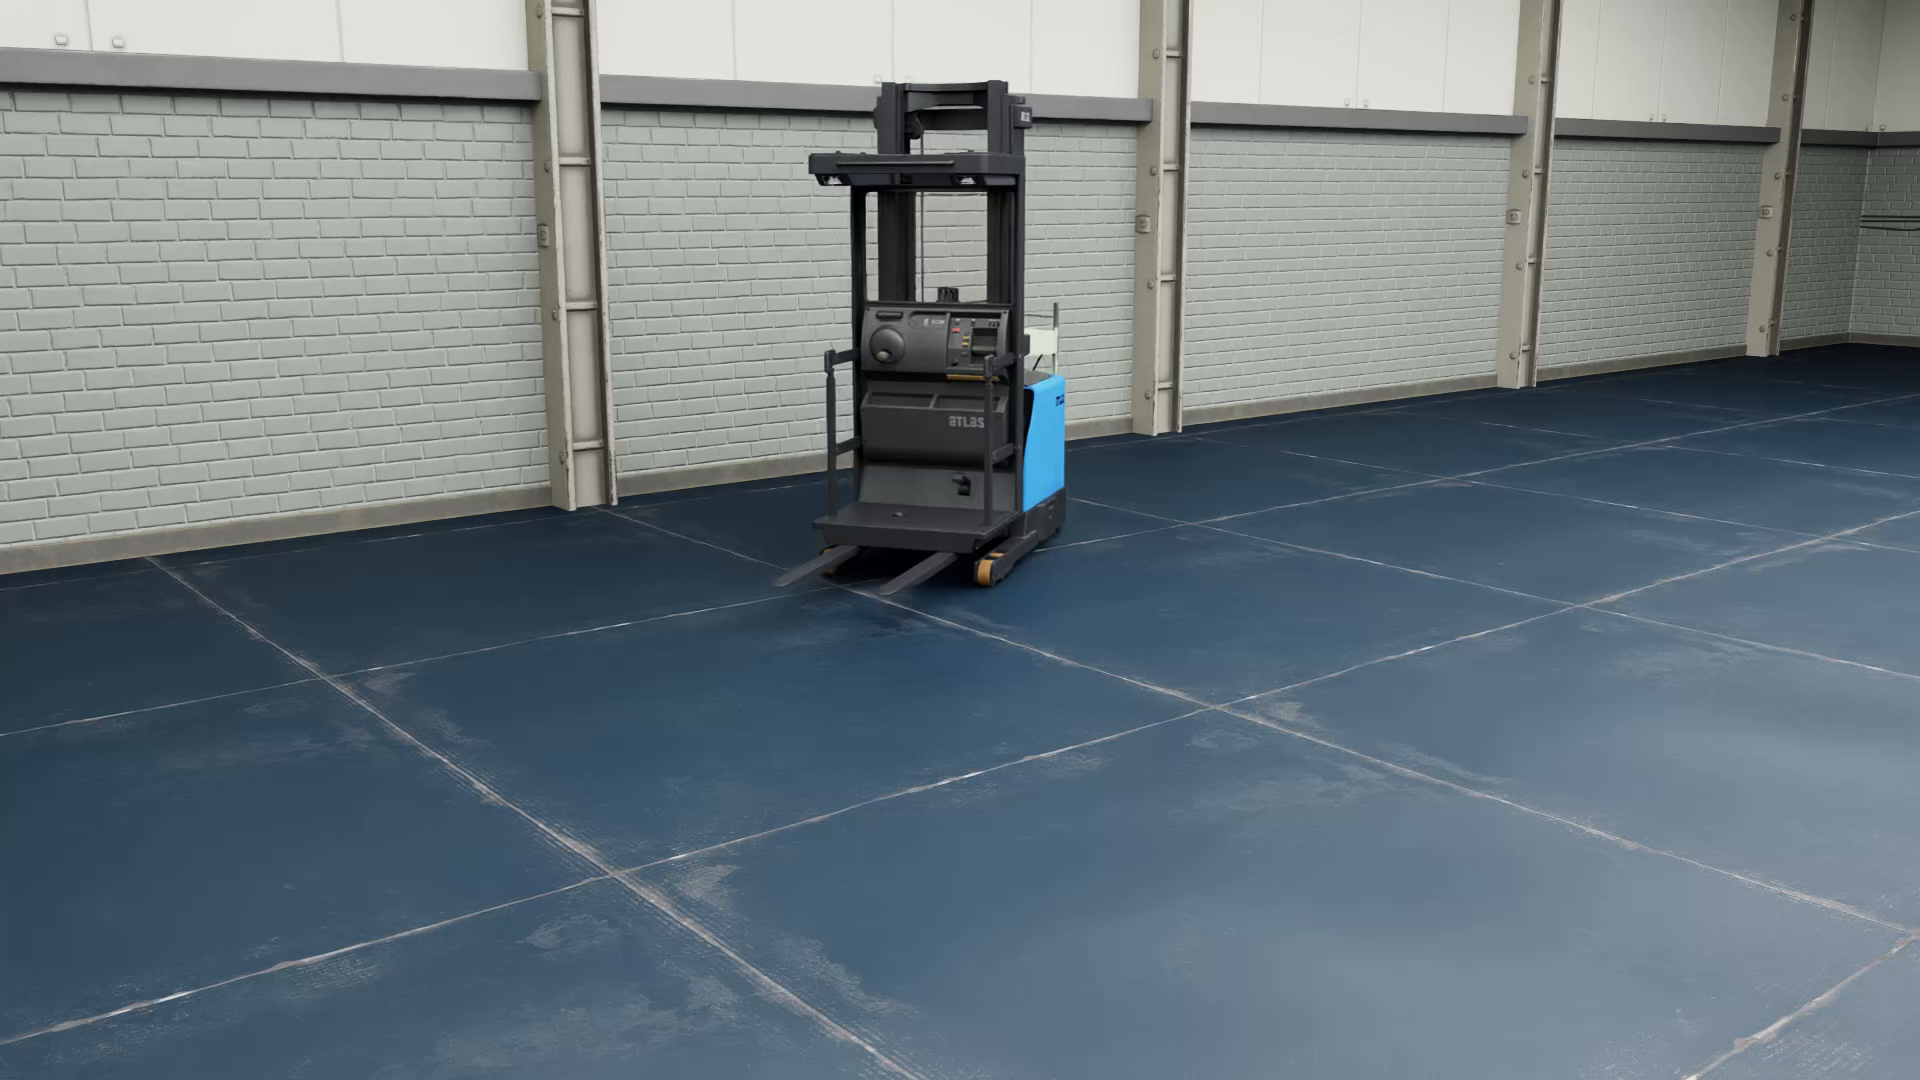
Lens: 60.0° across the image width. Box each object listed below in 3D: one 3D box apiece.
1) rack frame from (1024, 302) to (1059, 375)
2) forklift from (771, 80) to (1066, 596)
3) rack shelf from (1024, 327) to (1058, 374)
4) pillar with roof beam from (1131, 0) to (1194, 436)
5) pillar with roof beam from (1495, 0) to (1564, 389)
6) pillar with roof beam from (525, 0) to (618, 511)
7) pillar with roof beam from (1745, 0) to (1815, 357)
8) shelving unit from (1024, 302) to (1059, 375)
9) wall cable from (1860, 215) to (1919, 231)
[{"bbox_3d":[0.565,-0.997,12.212,0.023,1.500,0.400,-11,16,-42],"label":"rack frame"},{"bbox_3d":[-0.221,-1.249,9.955,1.130,2.935,3.031,4,13,18],"label":"forklift"},{"bbox_3d":[0.299,-1.326,11.884,0.720,0.370,0.431,-11,16,-42],"label":"rack shelf"},{"bbox_3d":[4.582,-4.746,11.813,0.400,9.000,9.100,-9,15,-38],"label":"pillar with roof beam"},{"bbox_3d":[9.267,-5.524,15.479,0.400,9.000,9.100,-9,15,-38],"label":"pillar with roof beam"},{"bbox_3d":[-0.103,-3.967,8.146,0.400,9.000,9.100,-9,15,-38],"label":"pillar with roof beam"},{"bbox_3d":[13.952,-6.303,19.146,0.400,9.000,9.100,-9,15,-38],"label":"pillar with roof beam"},{"bbox_3d":[0.299,-0.944,11.966,0.755,1.500,0.431,-11,16,-42],"label":"shelving unit"},{"bbox_3d":[14.389,-5.650,23.547,0.112,2.526,3.097,-9,15,-38],"label":"wall cable"}]
